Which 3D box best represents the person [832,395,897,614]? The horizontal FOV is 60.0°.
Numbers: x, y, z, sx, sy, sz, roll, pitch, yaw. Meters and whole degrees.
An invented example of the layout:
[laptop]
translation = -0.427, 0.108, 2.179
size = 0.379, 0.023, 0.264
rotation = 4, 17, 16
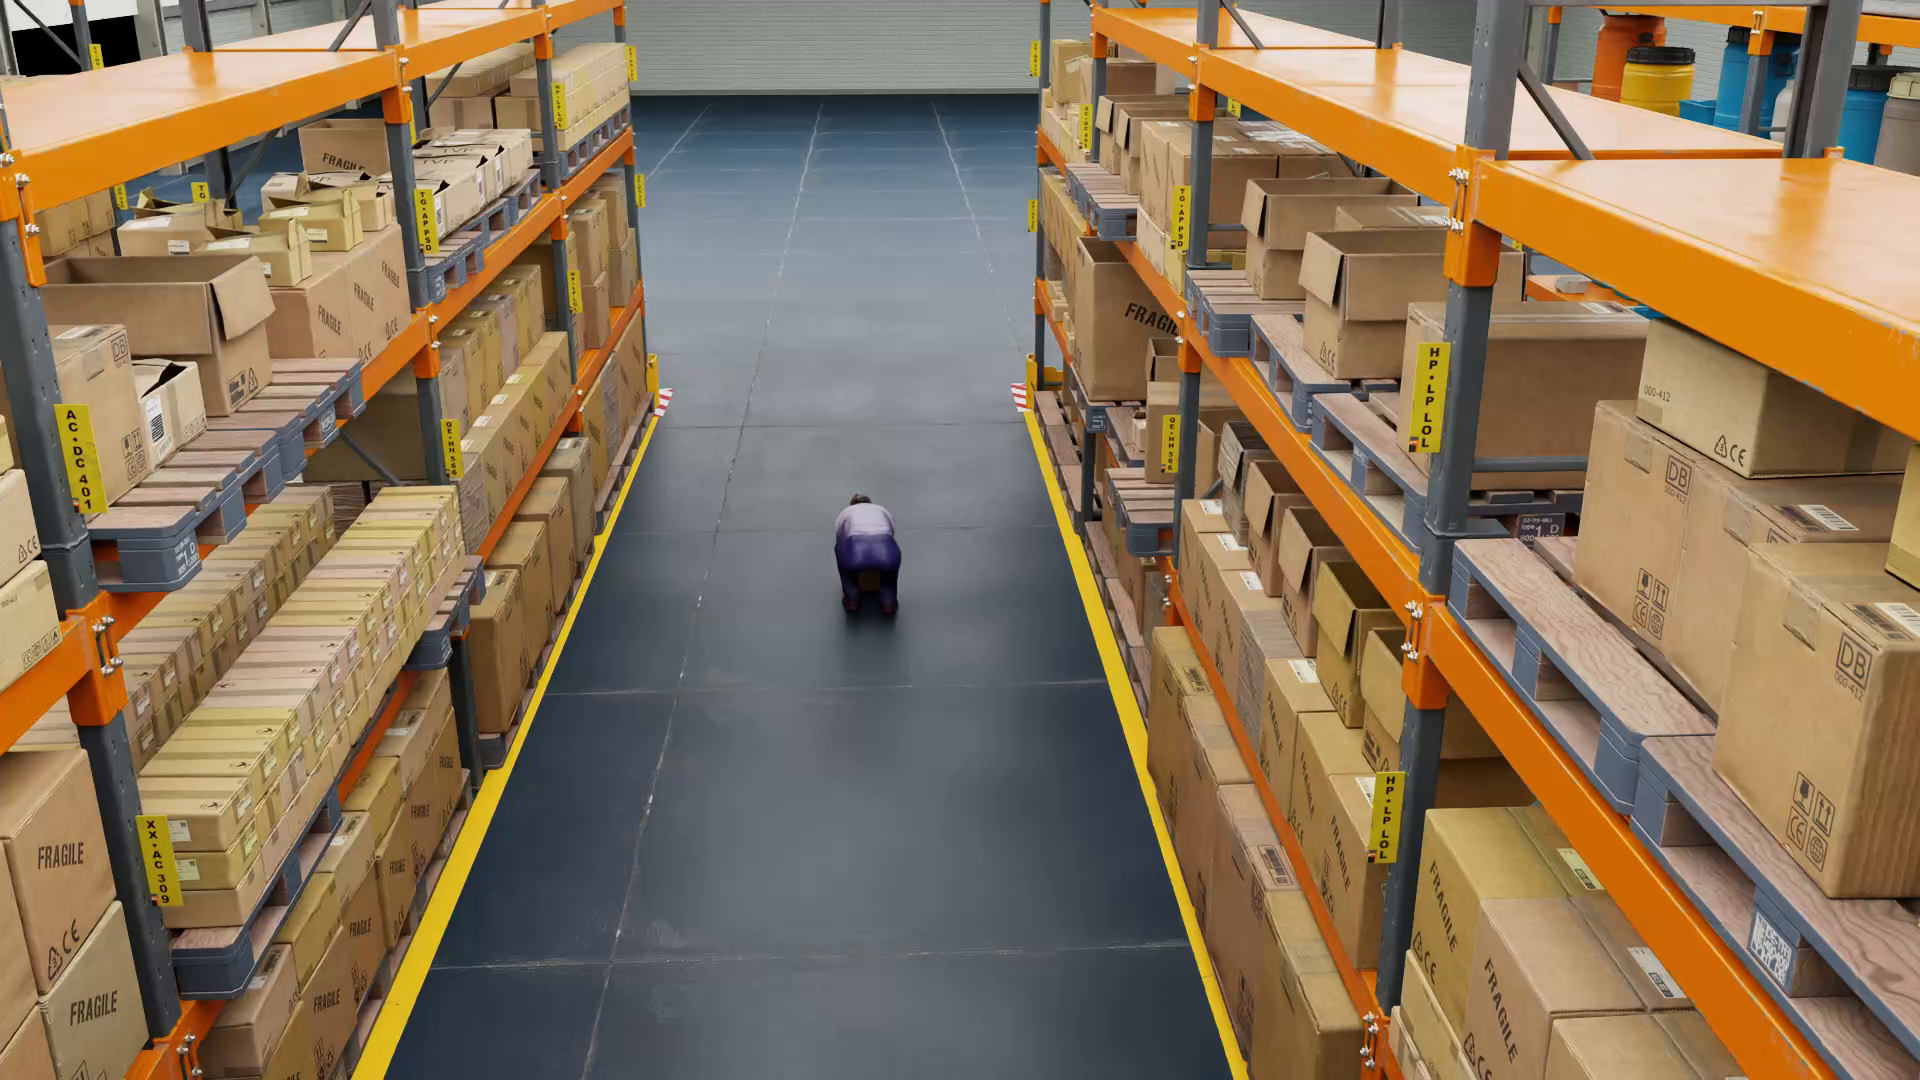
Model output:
[person]
translation = -0.674, -0.279, 11.871
size = 0.452, 1.627, 0.523
rotation = -1, 21, -3
